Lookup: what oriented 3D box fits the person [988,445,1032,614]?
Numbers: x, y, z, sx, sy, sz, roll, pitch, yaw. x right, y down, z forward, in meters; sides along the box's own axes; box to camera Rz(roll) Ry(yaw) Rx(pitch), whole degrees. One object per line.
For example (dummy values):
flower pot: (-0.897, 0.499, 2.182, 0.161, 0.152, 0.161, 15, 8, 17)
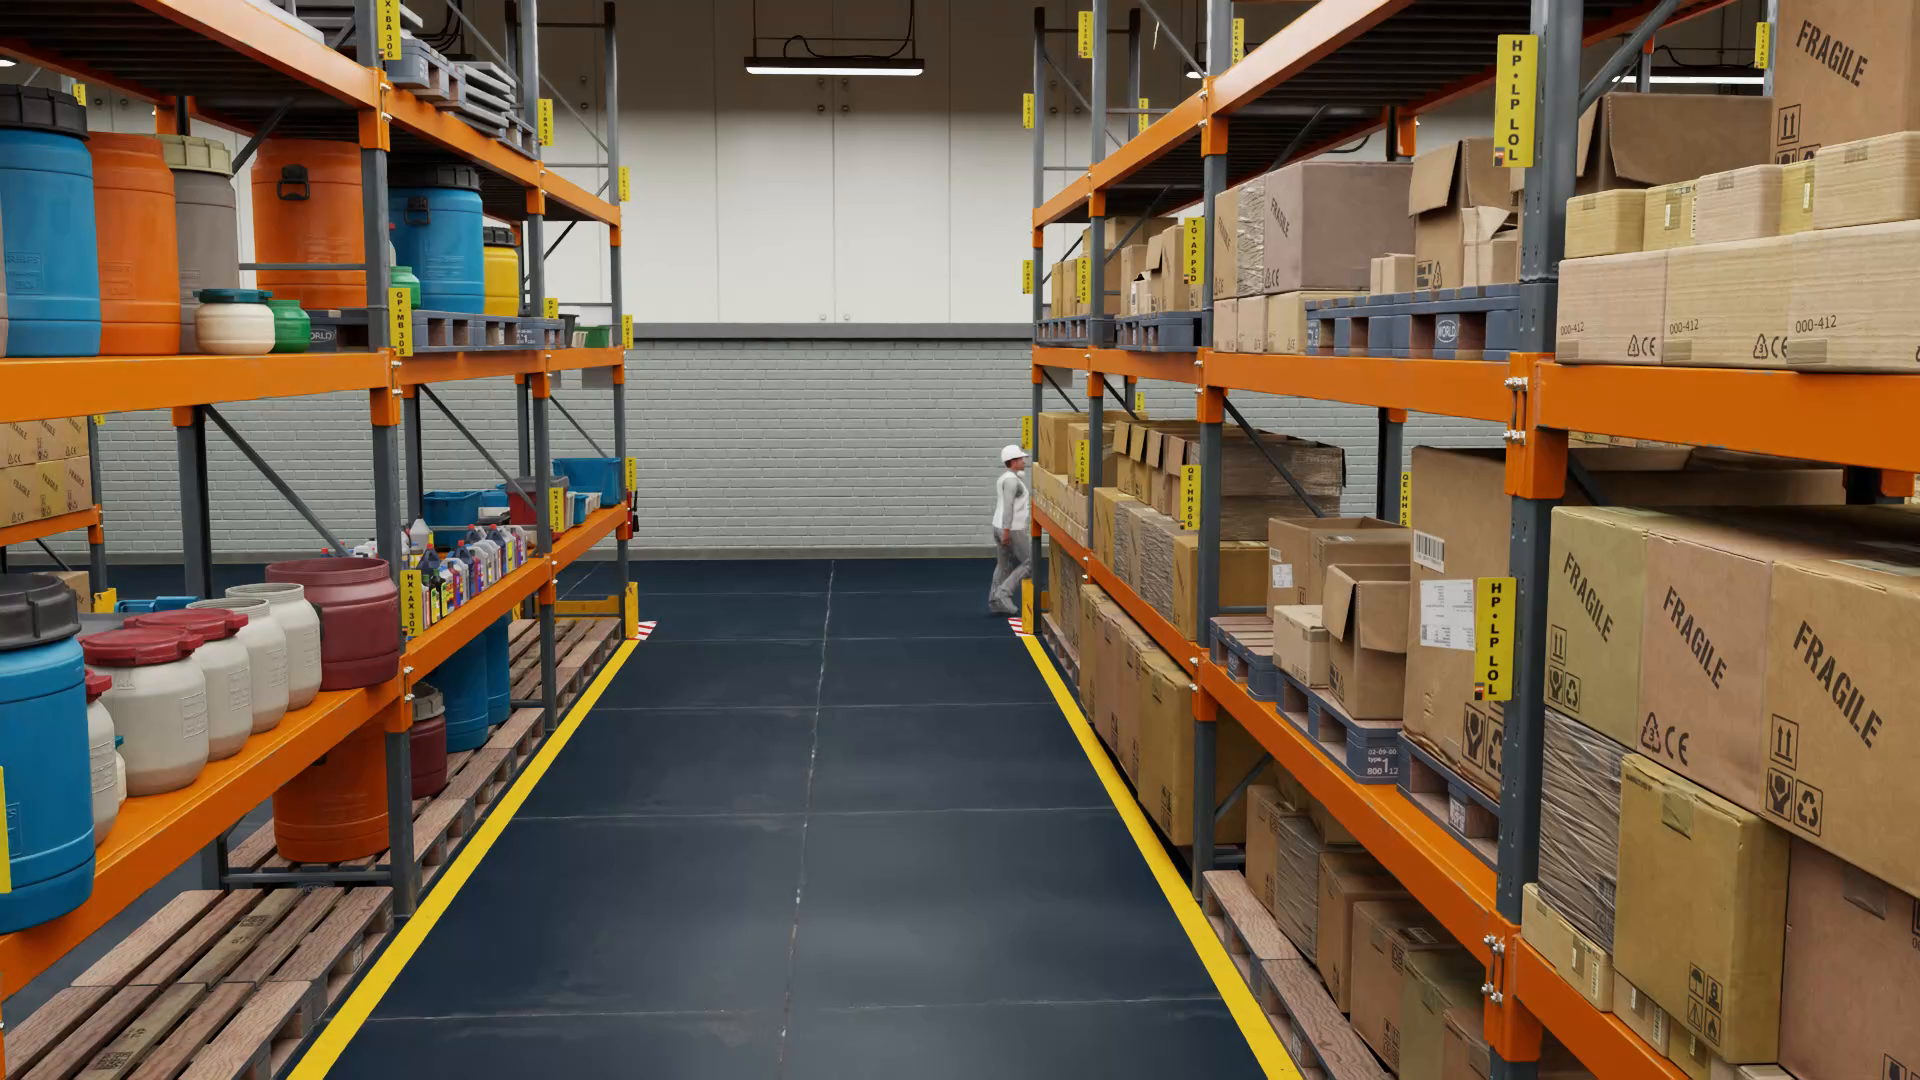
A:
person: (0.543, -0.112, 17.413, 0.493, 1.762, 0.550, -1, 7, -11)
